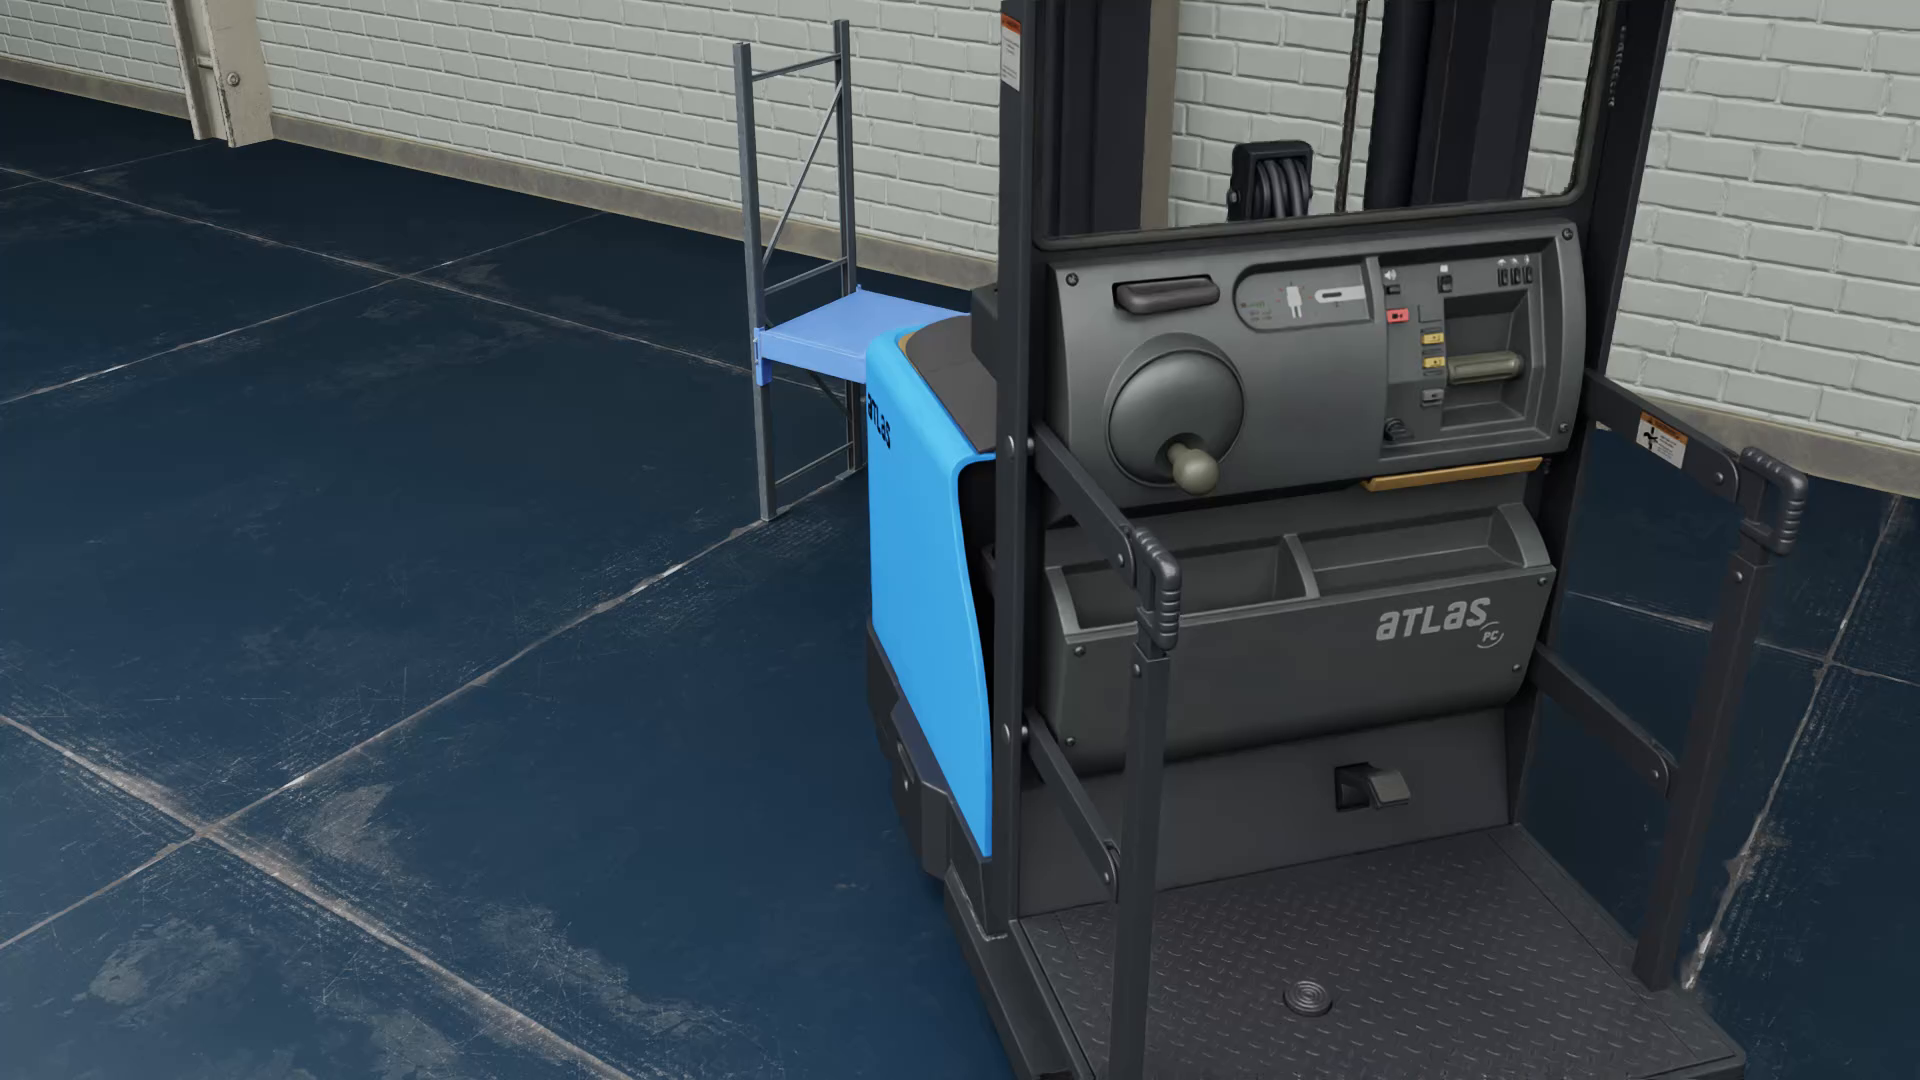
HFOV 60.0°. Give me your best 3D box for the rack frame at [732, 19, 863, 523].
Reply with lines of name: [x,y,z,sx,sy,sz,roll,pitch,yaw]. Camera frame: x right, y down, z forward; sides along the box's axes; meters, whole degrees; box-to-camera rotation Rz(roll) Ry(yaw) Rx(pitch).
rack frame: [-0.489,-0.821,5.209,0.032,1.500,0.500,17,32,30]

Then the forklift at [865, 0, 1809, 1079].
forklift: [0.665,-0.262,2.533,1.130,2.935,3.031,-7,28,-14]

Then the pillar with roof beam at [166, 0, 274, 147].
pillar with roof beam: [-6.788,-4.819,4.798,0.400,9.000,9.100,17,32,30]

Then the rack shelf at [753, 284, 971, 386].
rack shelf: [-0.070,-0.530,5.034,1.000,0.185,0.538,17,32,30]

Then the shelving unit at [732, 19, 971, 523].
shelving unit: [-0.070,-0.690,4.953,1.048,1.500,0.538,17,32,30]

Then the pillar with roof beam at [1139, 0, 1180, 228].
pillar with roof beam: [-1.843,-3.279,1.771,0.400,9.000,9.100,17,32,30]
